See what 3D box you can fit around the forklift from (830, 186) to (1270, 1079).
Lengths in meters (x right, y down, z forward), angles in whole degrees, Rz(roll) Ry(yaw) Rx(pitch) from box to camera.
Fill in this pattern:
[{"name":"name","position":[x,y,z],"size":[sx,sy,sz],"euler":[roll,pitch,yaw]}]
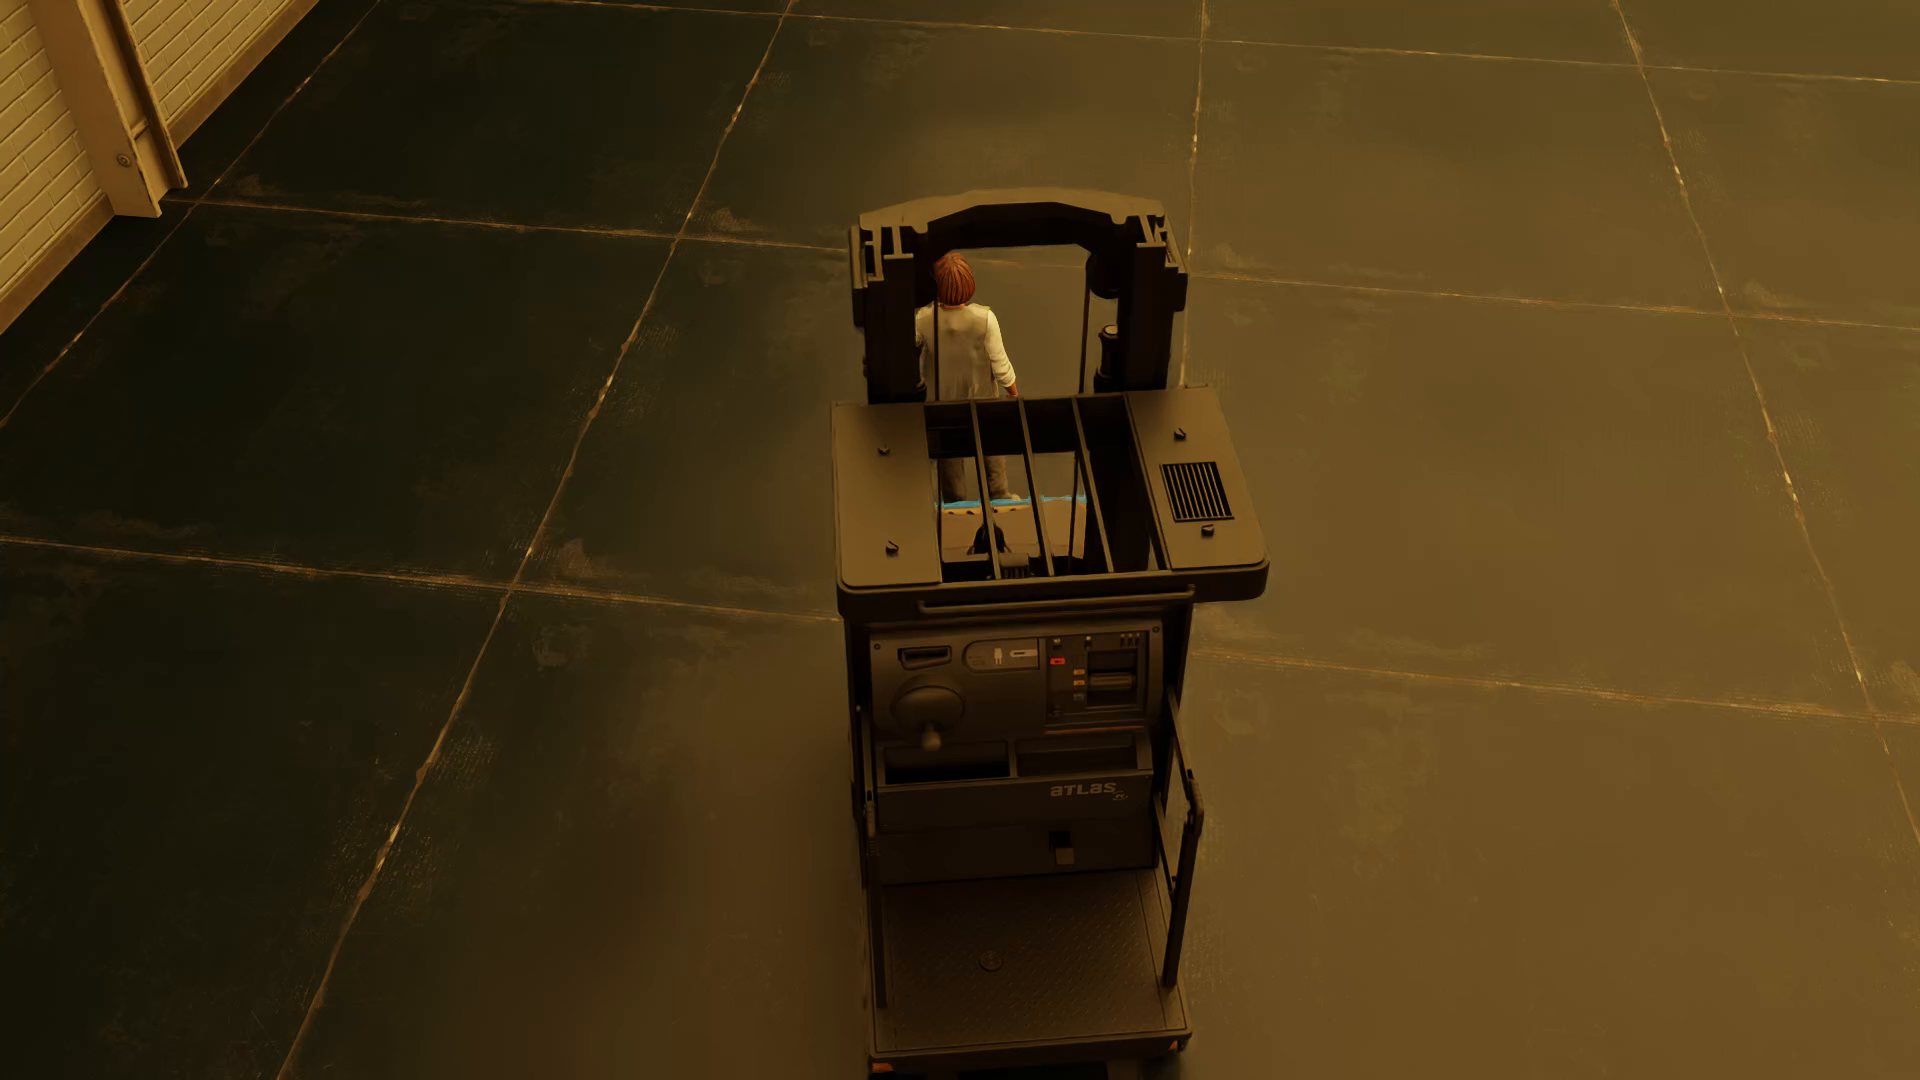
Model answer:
[{"name":"forklift","position":[0.202,0.546,5.130],"size":[1.130,2.935,3.031],"euler":[-3,43,-4]}]

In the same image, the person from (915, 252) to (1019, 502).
[{"name":"person","position":[0.024,-0.642,7.398],"size":[0.520,1.597,0.475],"euler":[5,43,6]}]
